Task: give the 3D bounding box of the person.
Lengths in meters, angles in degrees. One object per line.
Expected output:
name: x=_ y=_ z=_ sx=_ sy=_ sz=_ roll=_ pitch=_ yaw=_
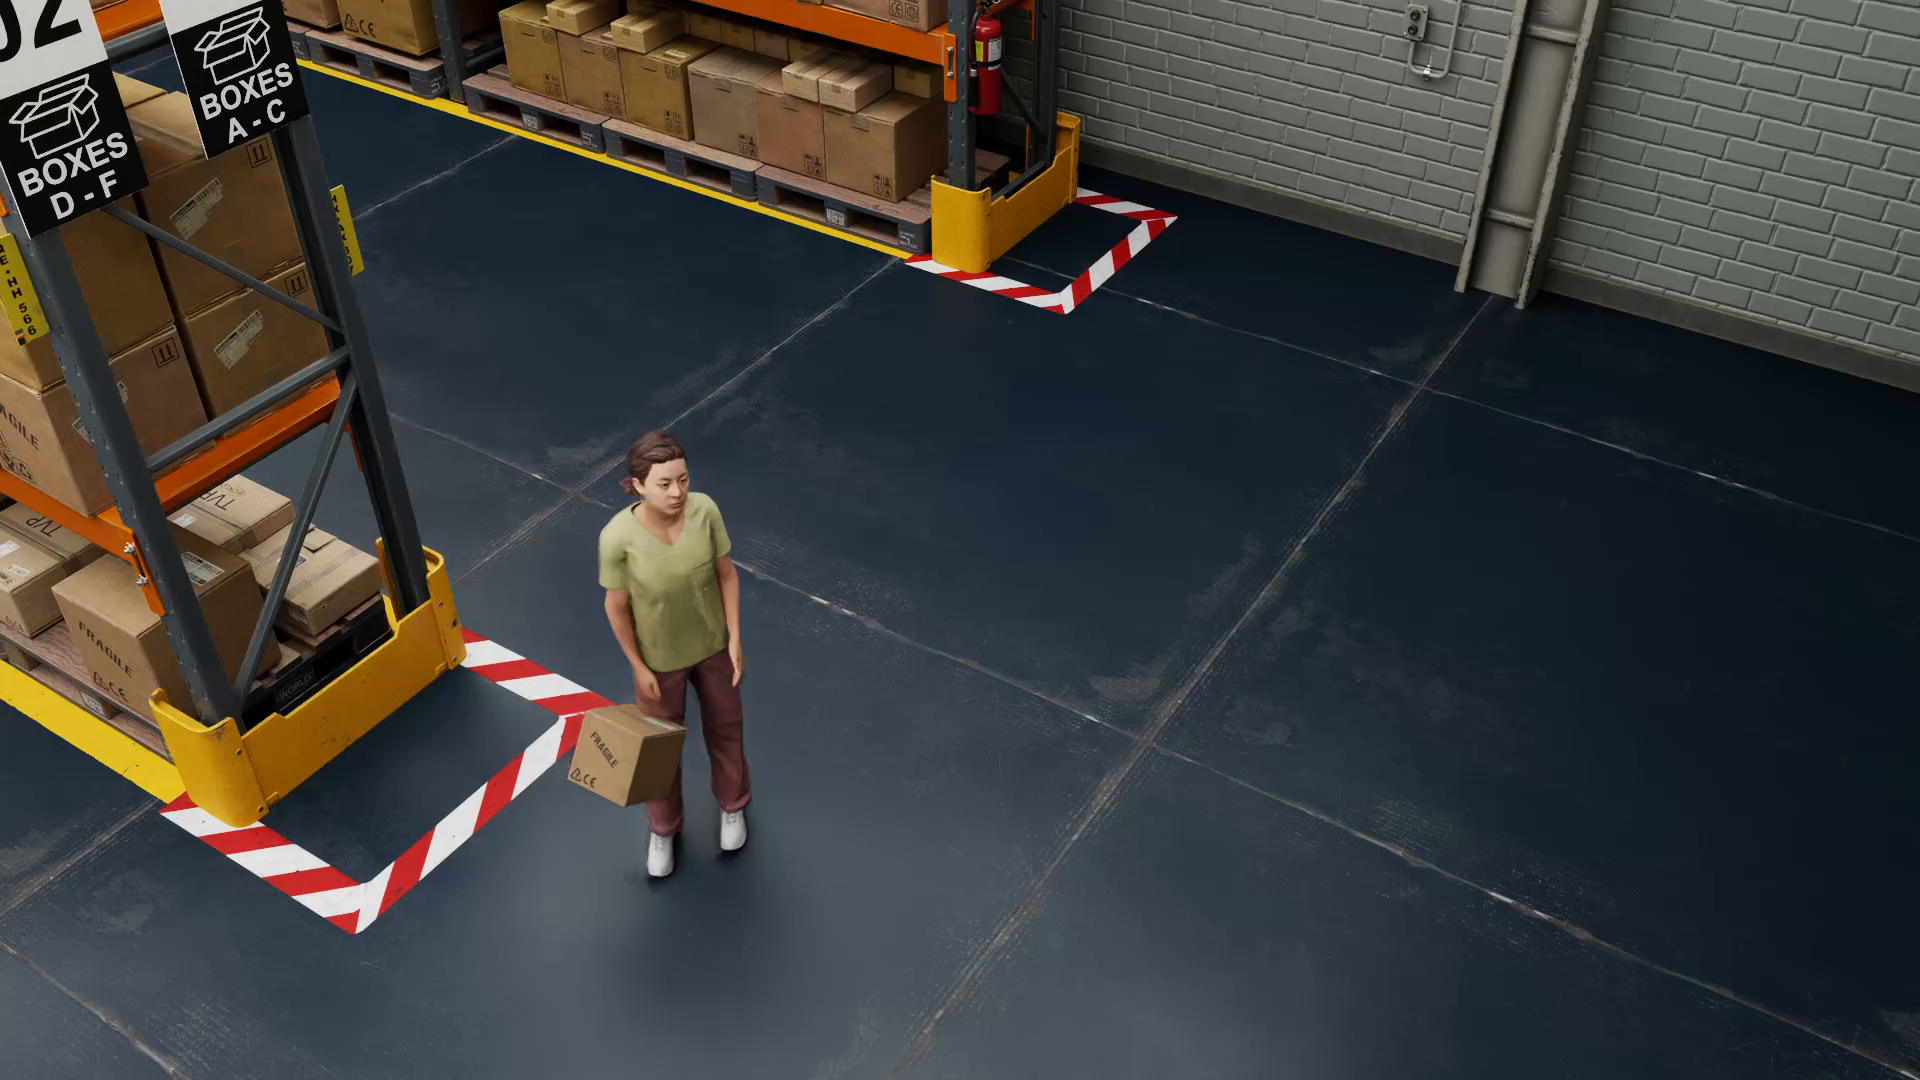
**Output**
person: x=-0.964 y=0.391 z=5.635 sx=0.516 sy=1.686 sz=0.433 roll=-20 pitch=43 yaw=-24
